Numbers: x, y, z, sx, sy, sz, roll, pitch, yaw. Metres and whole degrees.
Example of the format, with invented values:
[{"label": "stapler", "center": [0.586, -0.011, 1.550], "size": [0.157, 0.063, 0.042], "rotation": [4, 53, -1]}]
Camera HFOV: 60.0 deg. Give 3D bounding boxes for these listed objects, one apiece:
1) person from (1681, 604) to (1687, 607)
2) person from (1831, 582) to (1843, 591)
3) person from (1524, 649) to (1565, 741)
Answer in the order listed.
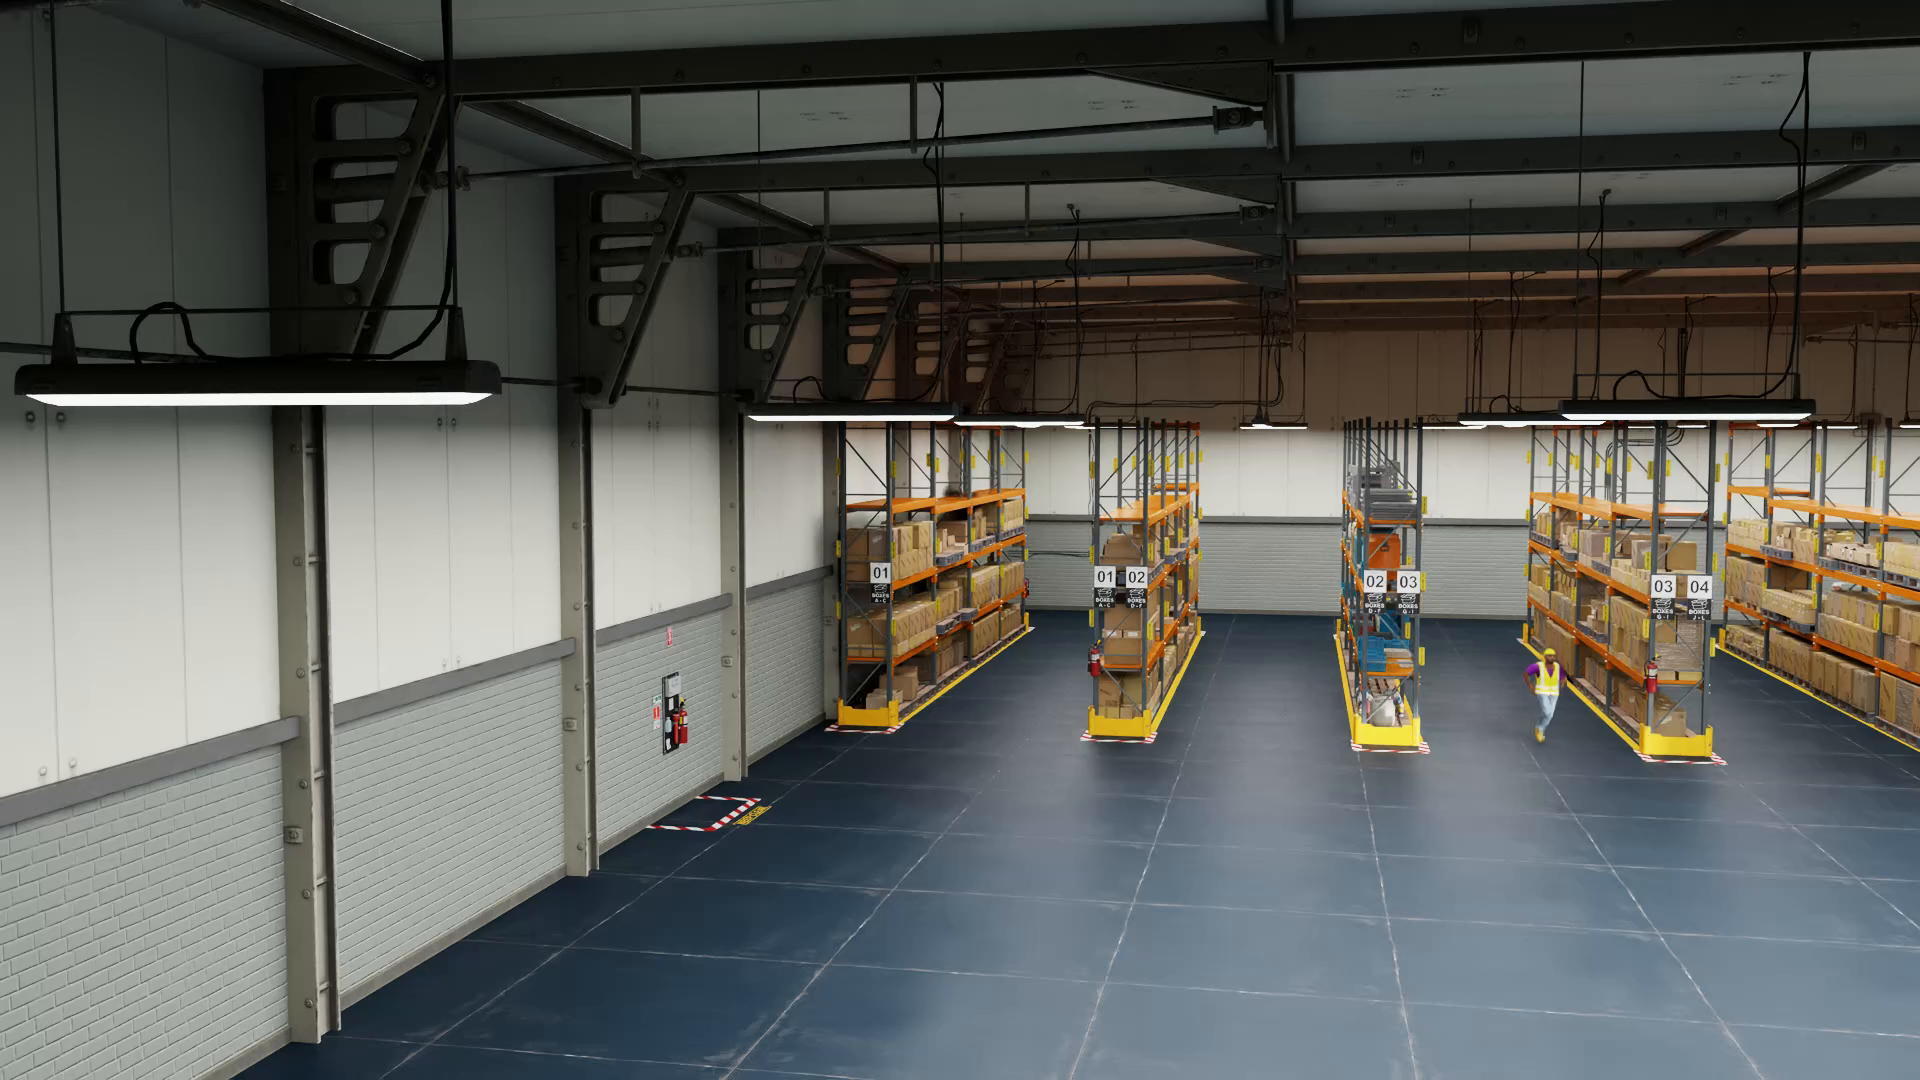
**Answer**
[{"label": "person", "center": [18.795, 2.113, 43.378], "size": [0.646, 1.588, 0.642], "rotation": [1, 4, 19]}, {"label": "person", "center": [23.928, 1.985, 44.743], "size": [0.975, 1.726, 0.666], "rotation": [0, 4, 3]}, {"label": "person", "center": [10.830, 2.852, 30.668], "size": [0.689, 1.721, 0.694], "rotation": [-1, 4, -8]}]
